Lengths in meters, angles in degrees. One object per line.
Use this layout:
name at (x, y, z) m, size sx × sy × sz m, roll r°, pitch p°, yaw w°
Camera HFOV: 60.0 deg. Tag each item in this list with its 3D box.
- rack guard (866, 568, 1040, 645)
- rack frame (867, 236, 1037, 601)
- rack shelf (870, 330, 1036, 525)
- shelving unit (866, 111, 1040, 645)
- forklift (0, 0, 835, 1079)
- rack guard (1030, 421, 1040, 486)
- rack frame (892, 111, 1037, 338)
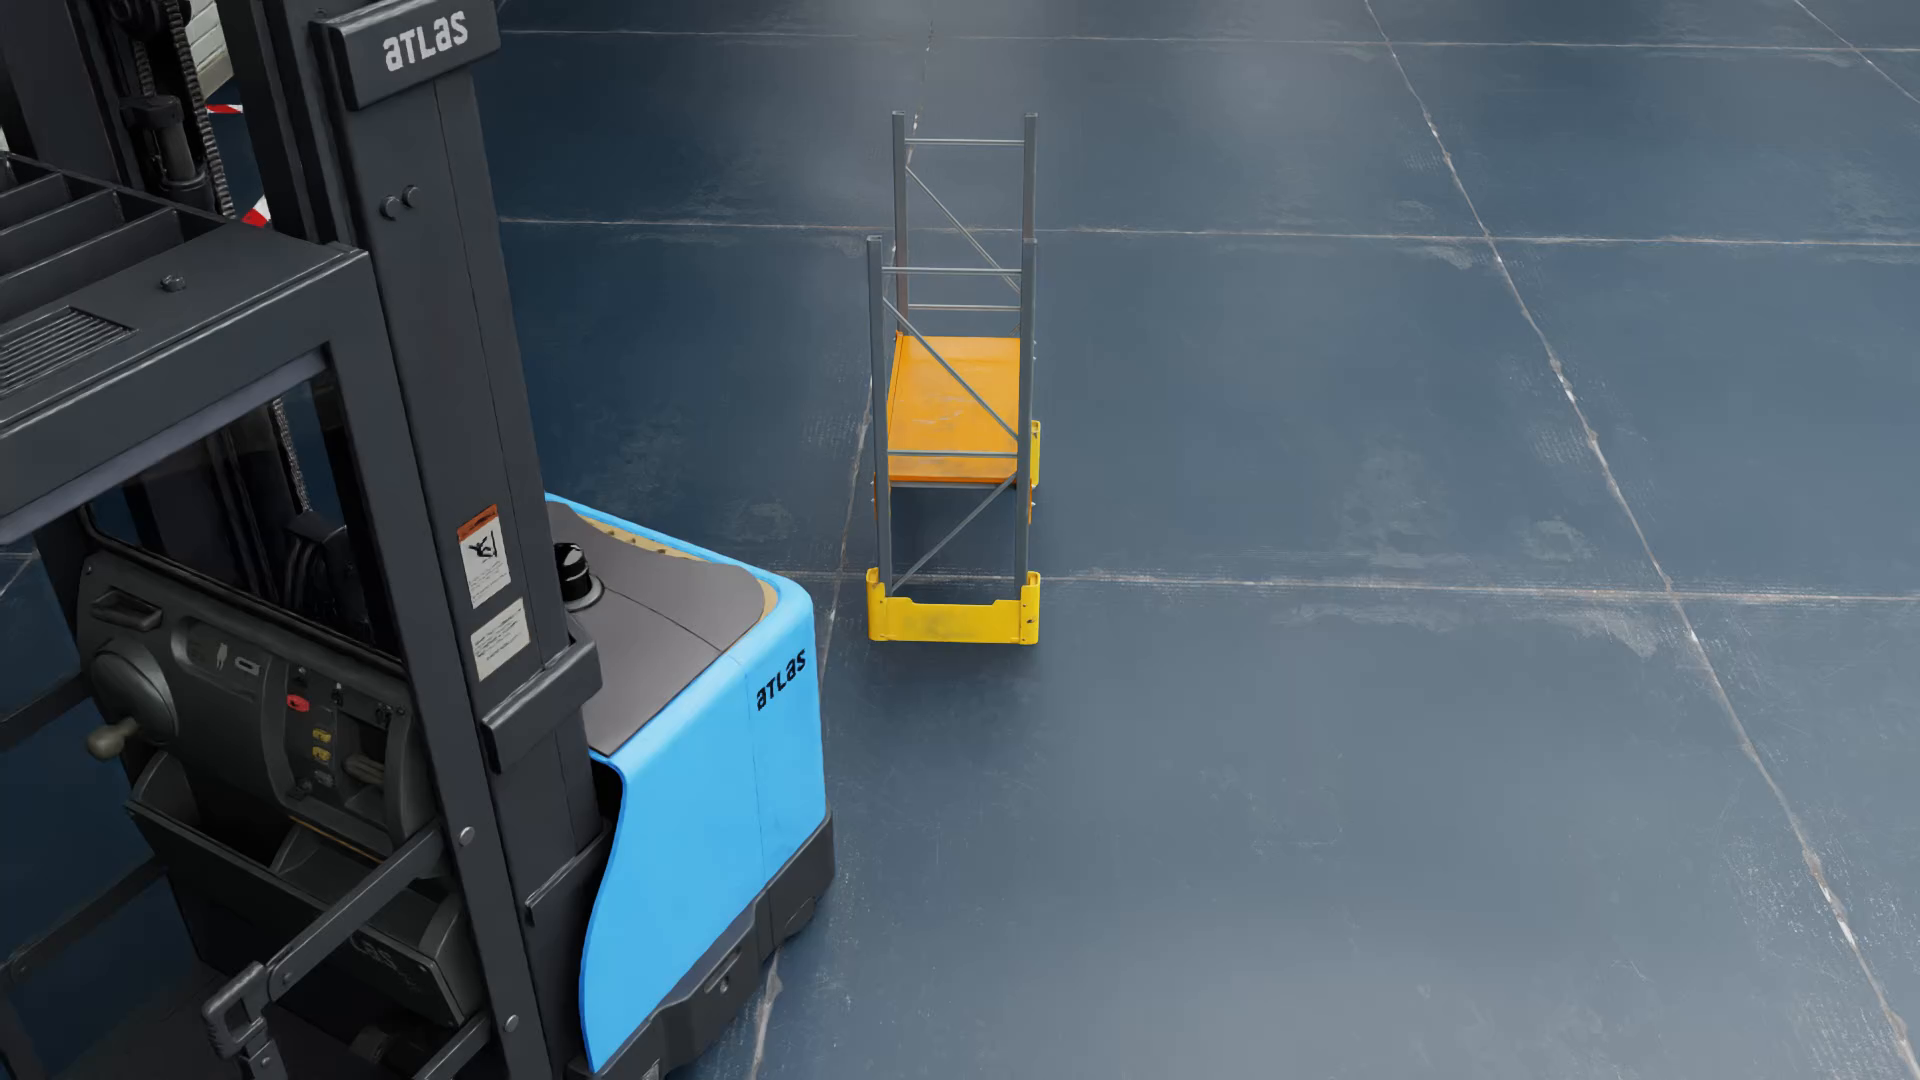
rack guard at (-0.023, 0.228, 5.709) m, size 0.587 × 0.250 × 0.087 m, roll 1°, pitch 35°, yaw 2°
rack frame at (-0.024, -0.273, 5.333) m, size 0.500 × 1.500 × 0.032 m, roll 1°, pitch 35°, yaw 2°
rack shelf at (-0.003, -0.417, 5.852) m, size 0.538 × 0.185 × 1.000 m, roll 1°, pitch 35°, yaw 2°
shelving unit at (-0.003, -0.570, 5.756) m, size 0.587 × 1.500 × 1.083 m, roll 1°, pitch 35°, yaw 2°
forklift at (-1.529, 0.393, 3.141) m, size 1.130 × 2.935 × 3.031 m, roll 18°, pitch 39°, yaw 24°
rack guard at (0.017, -0.345, 6.523) m, size 0.587 × 0.250 × 0.087 m, roll 1°, pitch 35°, yaw 2°
rack frame at (0.017, -0.857, 6.165) m, size 0.500 × 1.500 × 0.032 m, roll 1°, pitch 35°, yaw 2°
